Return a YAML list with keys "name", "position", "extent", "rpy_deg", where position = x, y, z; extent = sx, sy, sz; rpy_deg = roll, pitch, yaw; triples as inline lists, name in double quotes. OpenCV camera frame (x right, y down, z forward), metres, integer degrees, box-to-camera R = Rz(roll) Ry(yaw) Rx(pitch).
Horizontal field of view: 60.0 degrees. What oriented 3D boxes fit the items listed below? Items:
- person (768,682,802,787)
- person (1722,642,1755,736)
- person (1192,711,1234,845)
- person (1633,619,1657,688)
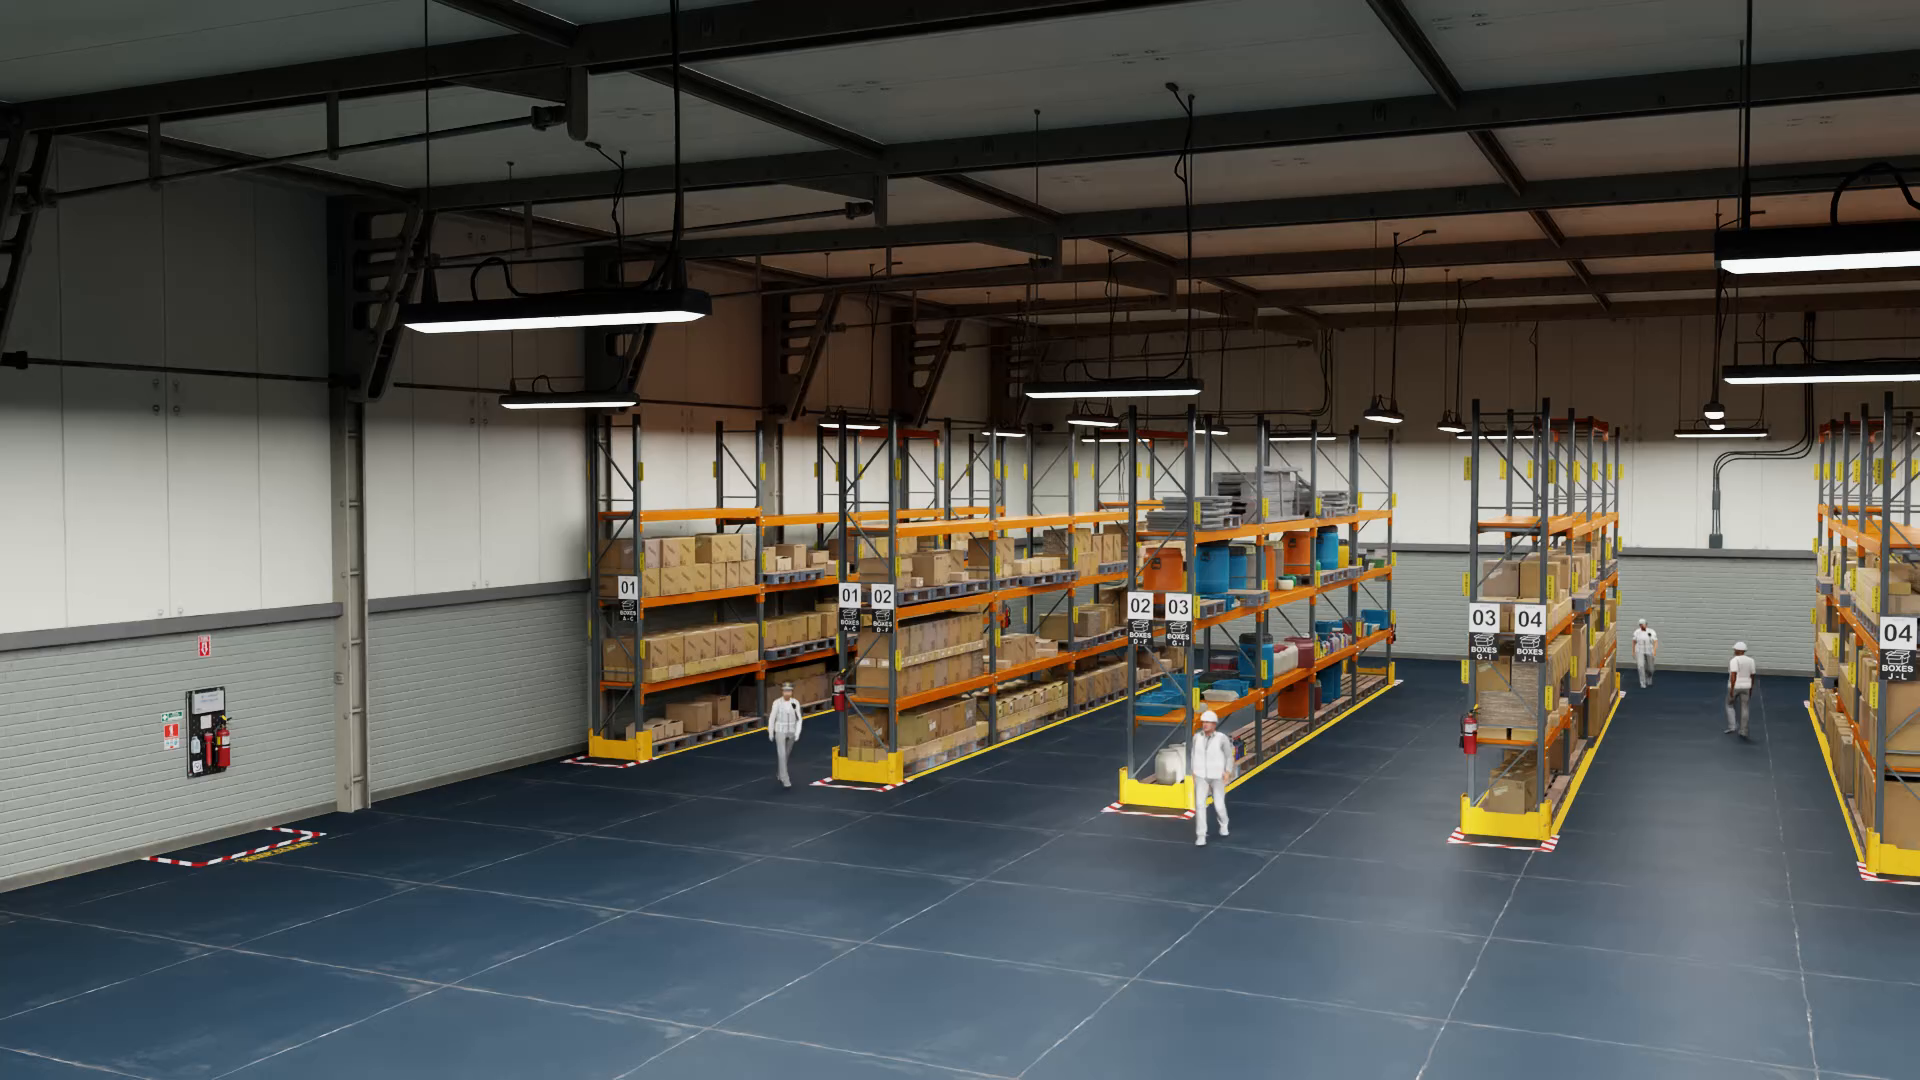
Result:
- name: "person"
  position: [-2.751, 3.073, 26.502]
  extent: [0.480, 1.617, 0.969]
  rpy_deg: [-1, 3, -29]
- name: "person"
  position: [14.824, 2.836, 31.508]
  extent: [0.546, 1.785, 0.554]
  rpy_deg: [0, 2, 5]
- name: "person"
  position: [3.403, 3.191, 22.488]
  extent: [0.617, 1.768, 0.820]
  rpy_deg: [1, 3, 24]
- name: "person"
  position: [15.941, 2.620, 38.695]
  extent: [0.526, 1.582, 0.825]
  rpy_deg: [1, 3, 22]
